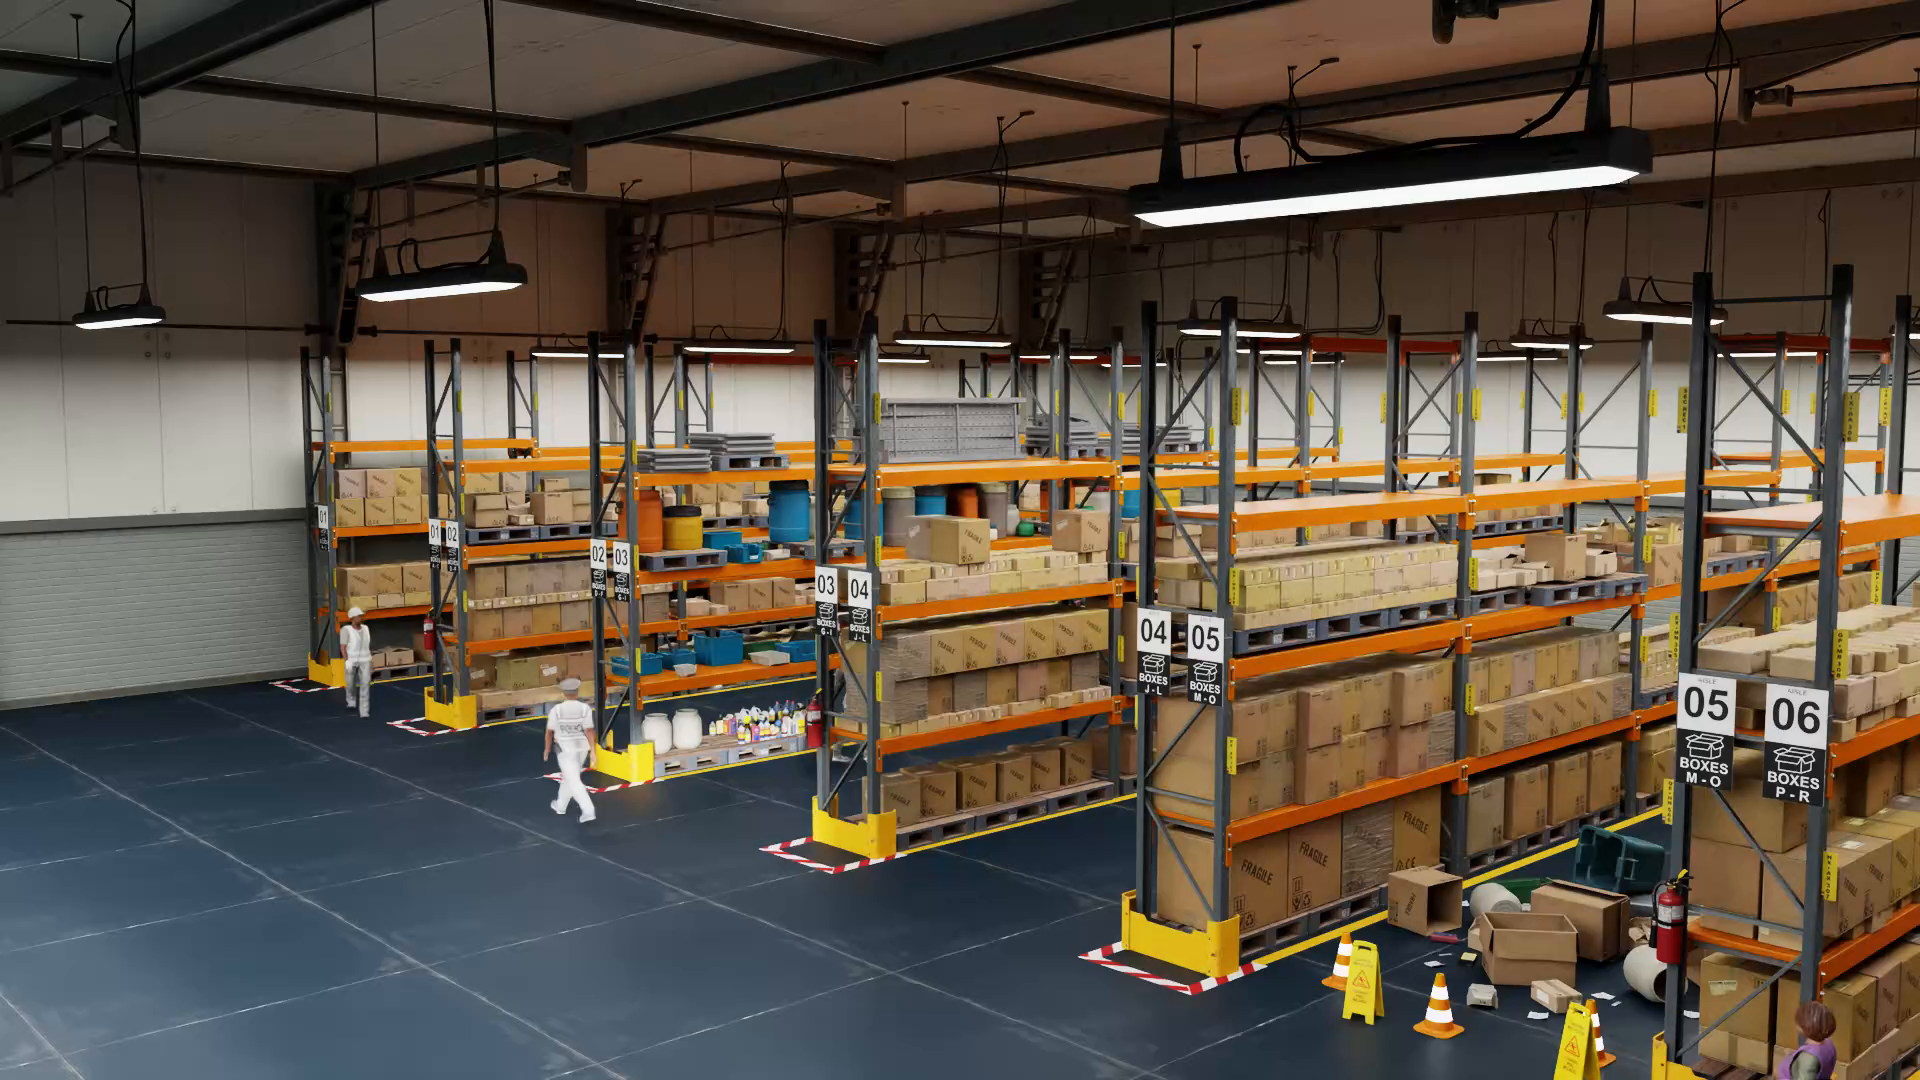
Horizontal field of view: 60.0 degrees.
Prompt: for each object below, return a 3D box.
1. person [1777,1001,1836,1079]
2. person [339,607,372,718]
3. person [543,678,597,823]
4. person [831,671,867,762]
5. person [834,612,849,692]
[{"bbox_3d":[5.012,3.561,9.840,0.357,1.508,0.456,2,5,21],"label":"person"},{"bbox_3d":[-9.699,1.952,26.710,0.485,1.747,0.985,-2,5,-20],"label":"person"},{"bbox_3d":[-4.729,2.527,20.111,1.022,1.729,0.526,3,6,31],"label":"person"},{"bbox_3d":[-1.455,2.376,23.219,0.716,1.632,0.537,-2,5,-17],"label":"person"},{"bbox_3d":[-2.053,1.756,28.912,0.556,1.709,0.963,4,7,40],"label":"person"}]
